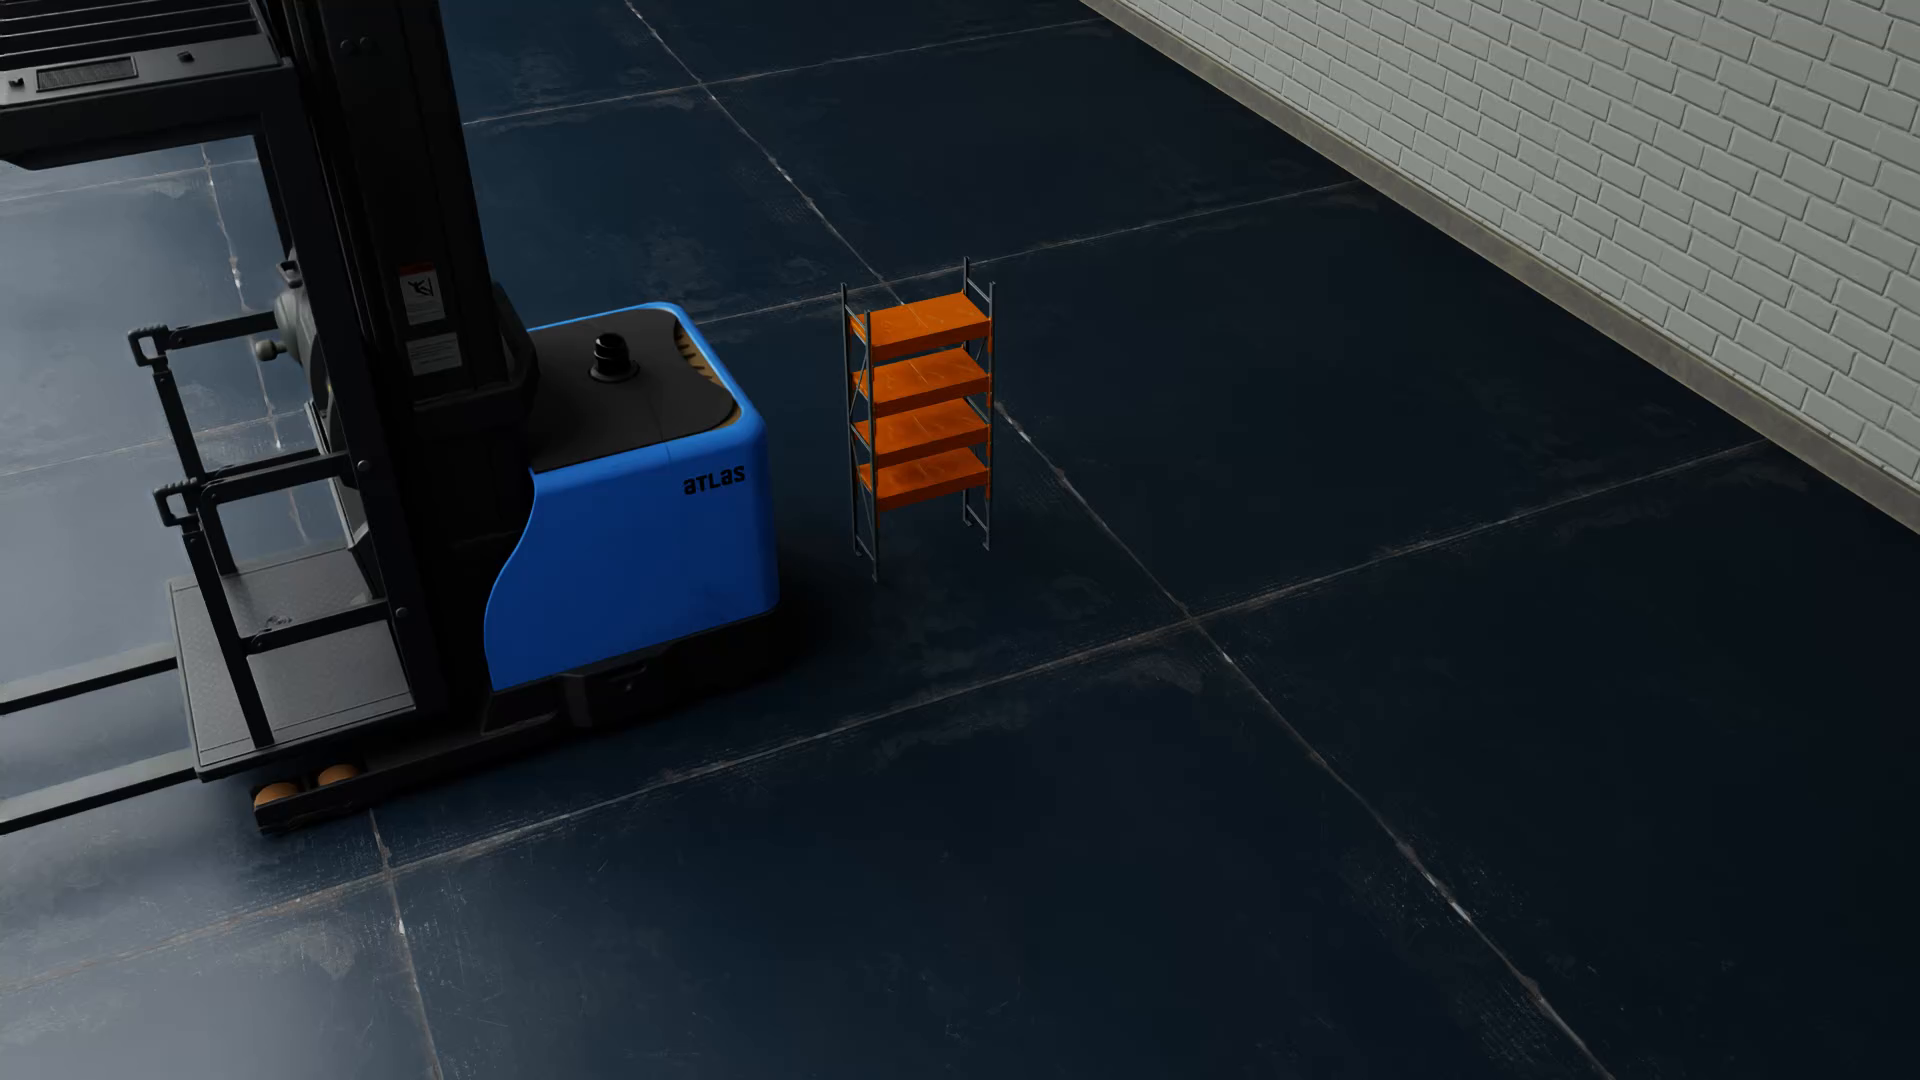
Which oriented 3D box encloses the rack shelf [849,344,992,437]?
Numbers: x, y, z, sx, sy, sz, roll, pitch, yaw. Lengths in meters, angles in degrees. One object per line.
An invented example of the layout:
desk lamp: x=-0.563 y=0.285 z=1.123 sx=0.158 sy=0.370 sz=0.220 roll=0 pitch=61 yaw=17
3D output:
rack shelf: x=-0.150 y=-0.566 z=6.243 sx=0.480 sy=0.148 sz=0.258 roll=-16 pitch=39 yaw=-20

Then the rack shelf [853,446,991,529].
rack shelf: x=-0.150 y=-0.226 z=6.494 sx=0.480 sy=0.148 sz=0.258 roll=-16 pitch=39 yaw=-20

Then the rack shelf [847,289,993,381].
rack shelf: x=-0.150 y=-0.756 z=6.102 sx=0.480 sy=0.148 sz=0.258 roll=-16 pitch=39 yaw=-20

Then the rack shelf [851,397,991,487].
rack shelf: x=-0.150 y=-0.386 z=6.376 sx=0.480 sy=0.148 sz=0.258 roll=-16 pitch=39 yaw=-20

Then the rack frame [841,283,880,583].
rack frame: x=-0.371 y=-0.378 z=6.253 sx=0.015 sy=1.200 sz=0.240 roll=-16 pitch=39 yaw=-20

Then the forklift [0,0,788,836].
forklift: x=-2.185 y=-0.577 z=5.068 sx=3.031 sy=2.935 sz=1.130 roll=-16 pitch=39 yaw=-20

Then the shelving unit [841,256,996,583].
shelving unit: x=-0.150 y=-0.440 z=6.336 sx=0.503 sy=1.200 sz=0.258 roll=-16 pitch=39 yaw=-20

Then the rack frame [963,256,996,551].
rack frame: x=0.071 y=-0.502 z=6.419 sx=0.015 sy=1.200 sz=0.240 roll=-16 pitch=39 yaw=-20
